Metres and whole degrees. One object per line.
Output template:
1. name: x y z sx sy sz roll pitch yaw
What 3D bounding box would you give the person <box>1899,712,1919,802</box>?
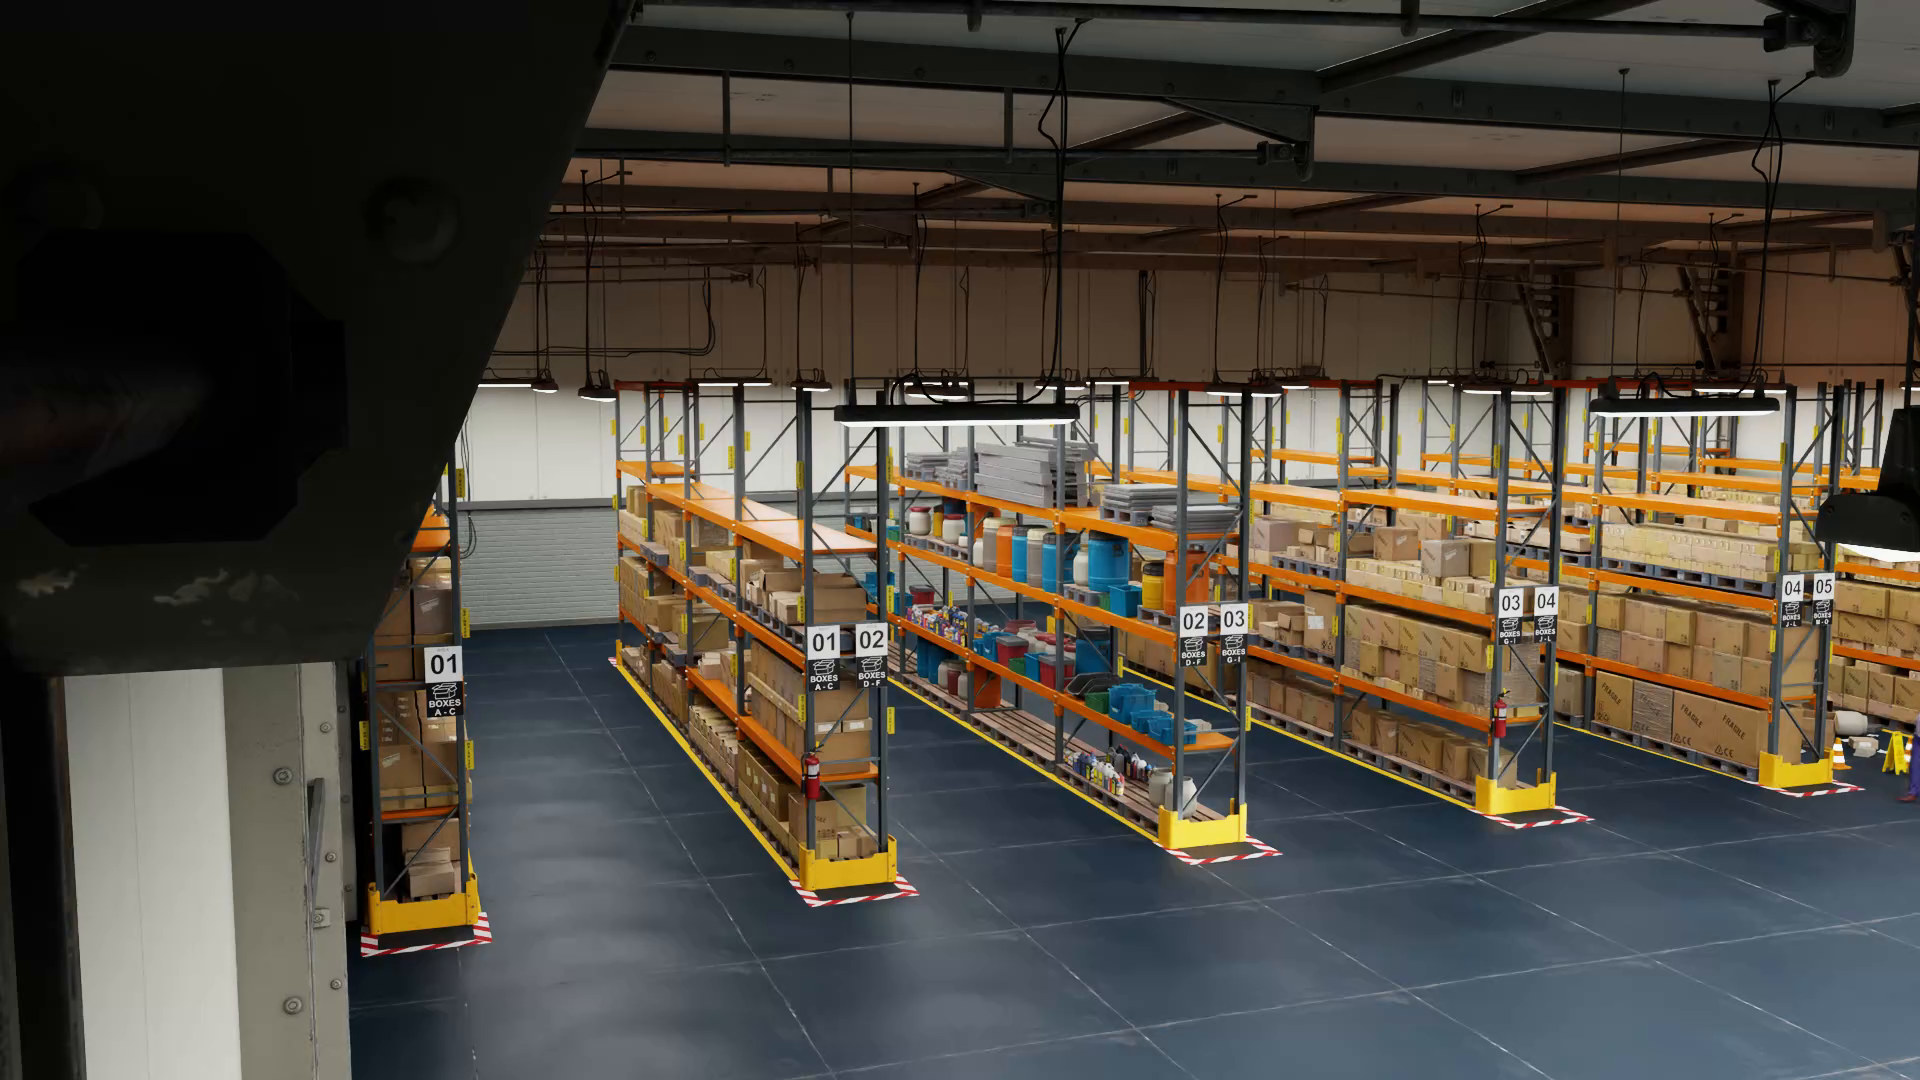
1. person: 14.088 3.023 24.151 0.927 1.520 0.465 -5 8 -41
